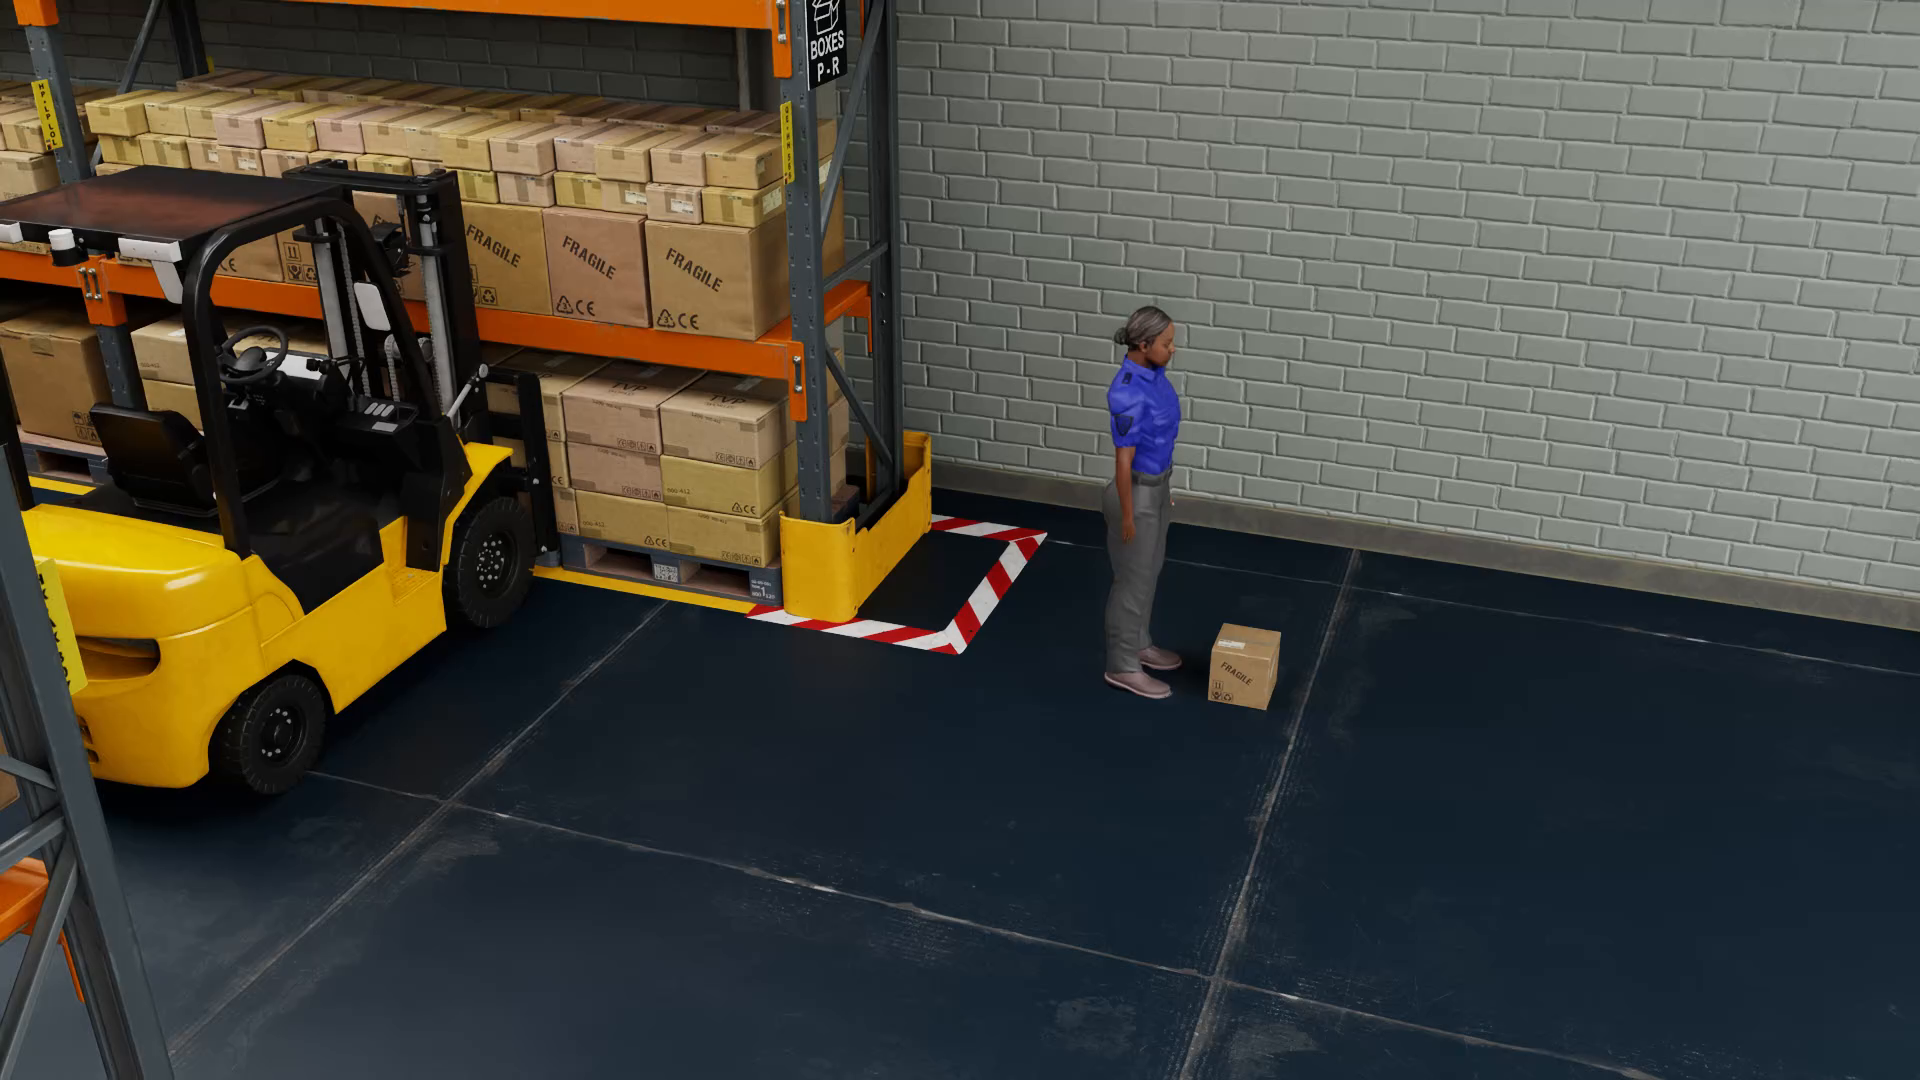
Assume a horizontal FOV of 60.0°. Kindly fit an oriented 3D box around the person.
[{"bbox_3d":[0.787,-0.167,6.957,0.355,1.678,0.448,9,27,18],"label":"person"}]
